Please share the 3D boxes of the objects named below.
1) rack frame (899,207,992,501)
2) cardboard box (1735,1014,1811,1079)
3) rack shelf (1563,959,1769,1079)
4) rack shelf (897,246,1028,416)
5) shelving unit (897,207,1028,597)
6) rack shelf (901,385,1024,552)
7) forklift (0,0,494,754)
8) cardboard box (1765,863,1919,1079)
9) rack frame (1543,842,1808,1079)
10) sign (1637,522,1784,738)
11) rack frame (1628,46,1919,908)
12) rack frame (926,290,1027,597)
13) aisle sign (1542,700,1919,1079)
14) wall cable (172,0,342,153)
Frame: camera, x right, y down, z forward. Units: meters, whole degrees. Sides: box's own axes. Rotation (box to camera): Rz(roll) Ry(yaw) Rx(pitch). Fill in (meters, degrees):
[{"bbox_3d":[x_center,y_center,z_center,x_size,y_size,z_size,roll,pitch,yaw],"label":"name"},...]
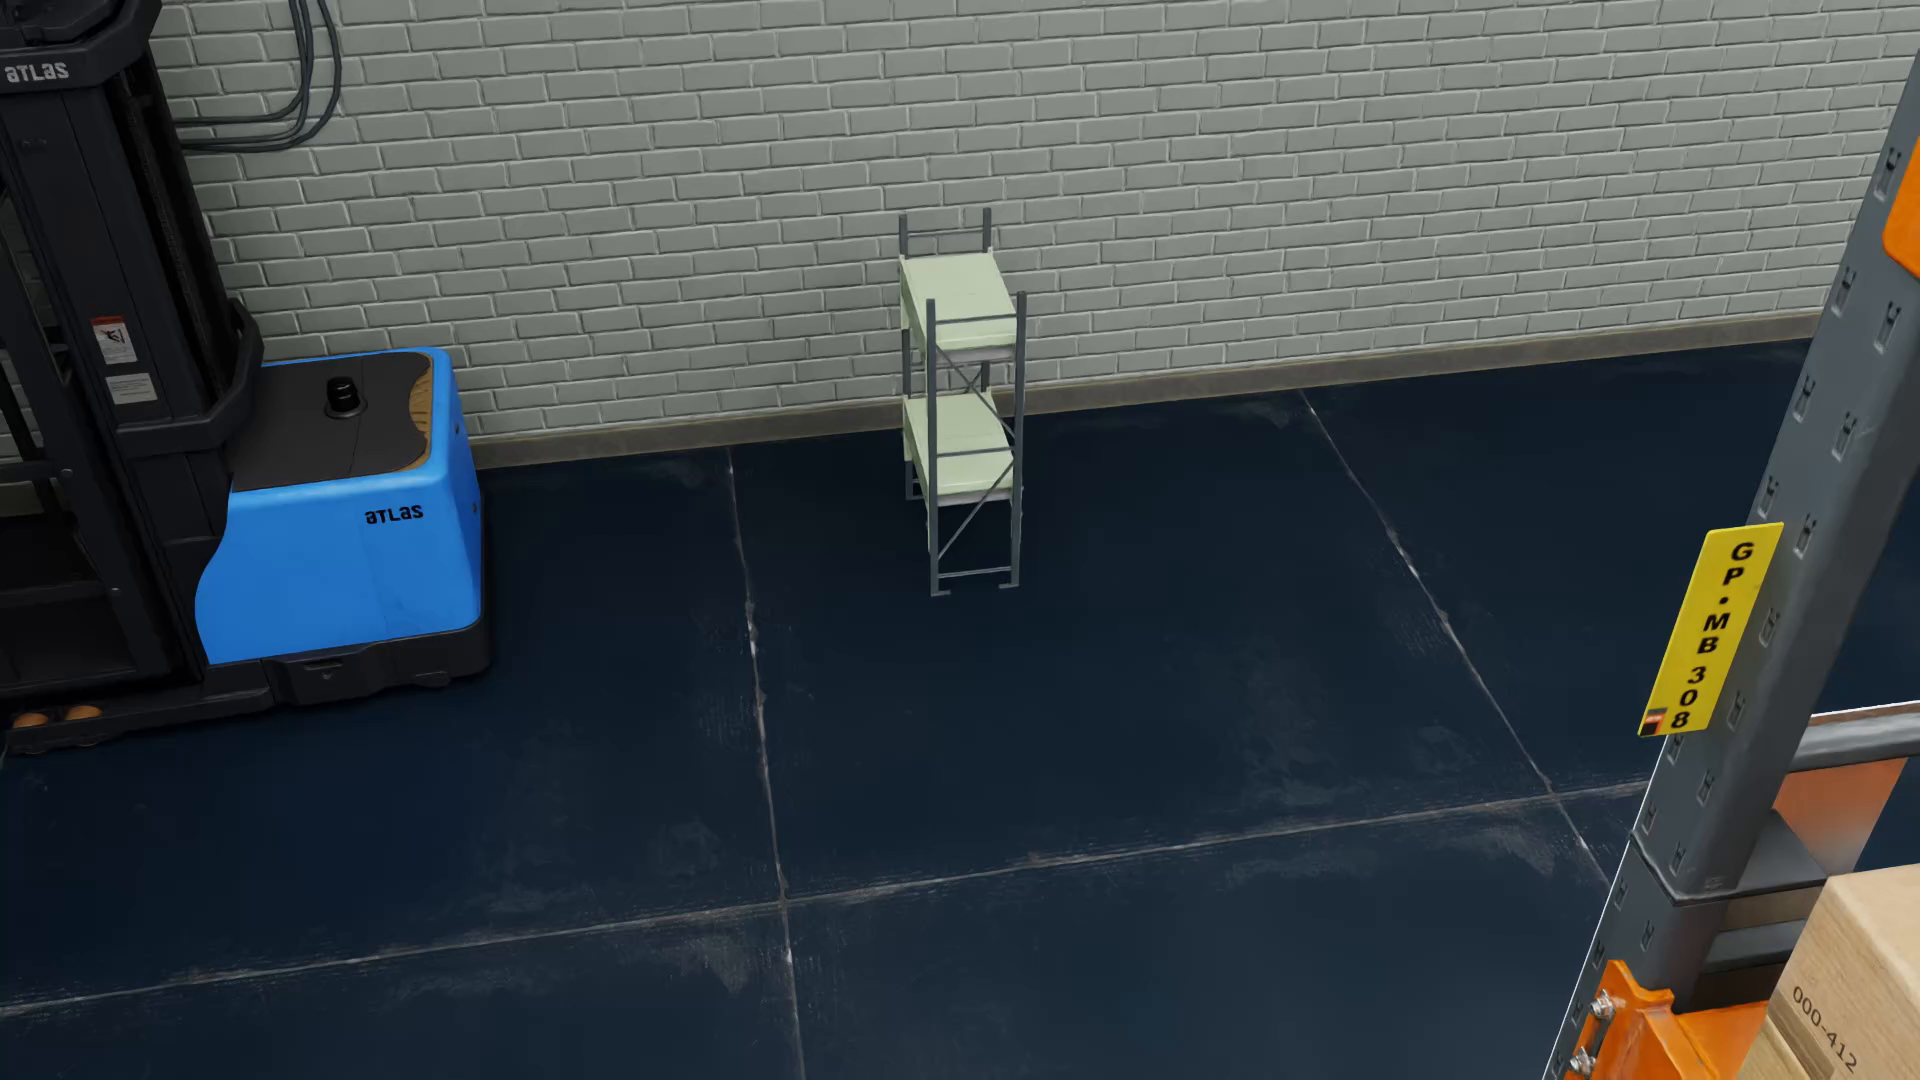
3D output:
[{"bbox_3d":[-0.063,-0.809,7.569,0.400,1.500,0.023,-6,38,-8],"label":"rack frame"},{"bbox_3d":[1.276,0.797,1.956,0.500,0.250,0.500,-6,38,-8],"label":"cardboard box"},{"bbox_3d":[1.787,1.893,1.010,1.077,0.370,4.000,-6,38,-8],"label":"rack shelf"},{"bbox_3d":[0.001,-0.896,7.045,0.431,0.370,0.720,-6,38,-8],"label":"rack shelf"},{"bbox_3d":[0.001,-0.588,7.285,0.431,1.500,0.755,-6,38,-8],"label":"shelving unit"},{"bbox_3d":[0.001,-0.331,7.485,0.431,0.370,0.720,-6,38,-8],"label":"rack shelf"},{"bbox_3d":[-3.535,-0.659,6.209,3.031,2.935,1.130,-8,39,-10],"label":"forklift"},{"bbox_3d":[1.270,0.601,1.802,0.500,0.250,0.500,-6,38,-8],"label":"cardboard box"},{"bbox_3d":[1.437,1.585,3.265,1.000,3.000,0.127,-6,38,-8],"label":"rack frame"},{"bbox_3d":[0.902,0.114,2.001,0.100,0.325,0.005,-6,38,-8],"label":"sign"},{"bbox_3d":[1.437,-0.784,1.424,1.000,3.000,0.127,-6,38,-8],"label":"rack frame"},{"bbox_3d":[0.065,-0.367,7.000,0.400,1.500,0.023,-6,38,-8],"label":"rack frame"},{"bbox_3d":[1.136,0.549,2.480,0.394,0.787,0.004,-6,38,-8],"label":"aisle sign"},{"bbox_3d":[-4.079,-2.477,6.135,3.097,2.526,0.112,-6,38,-8],"label":"wall cable"}]
